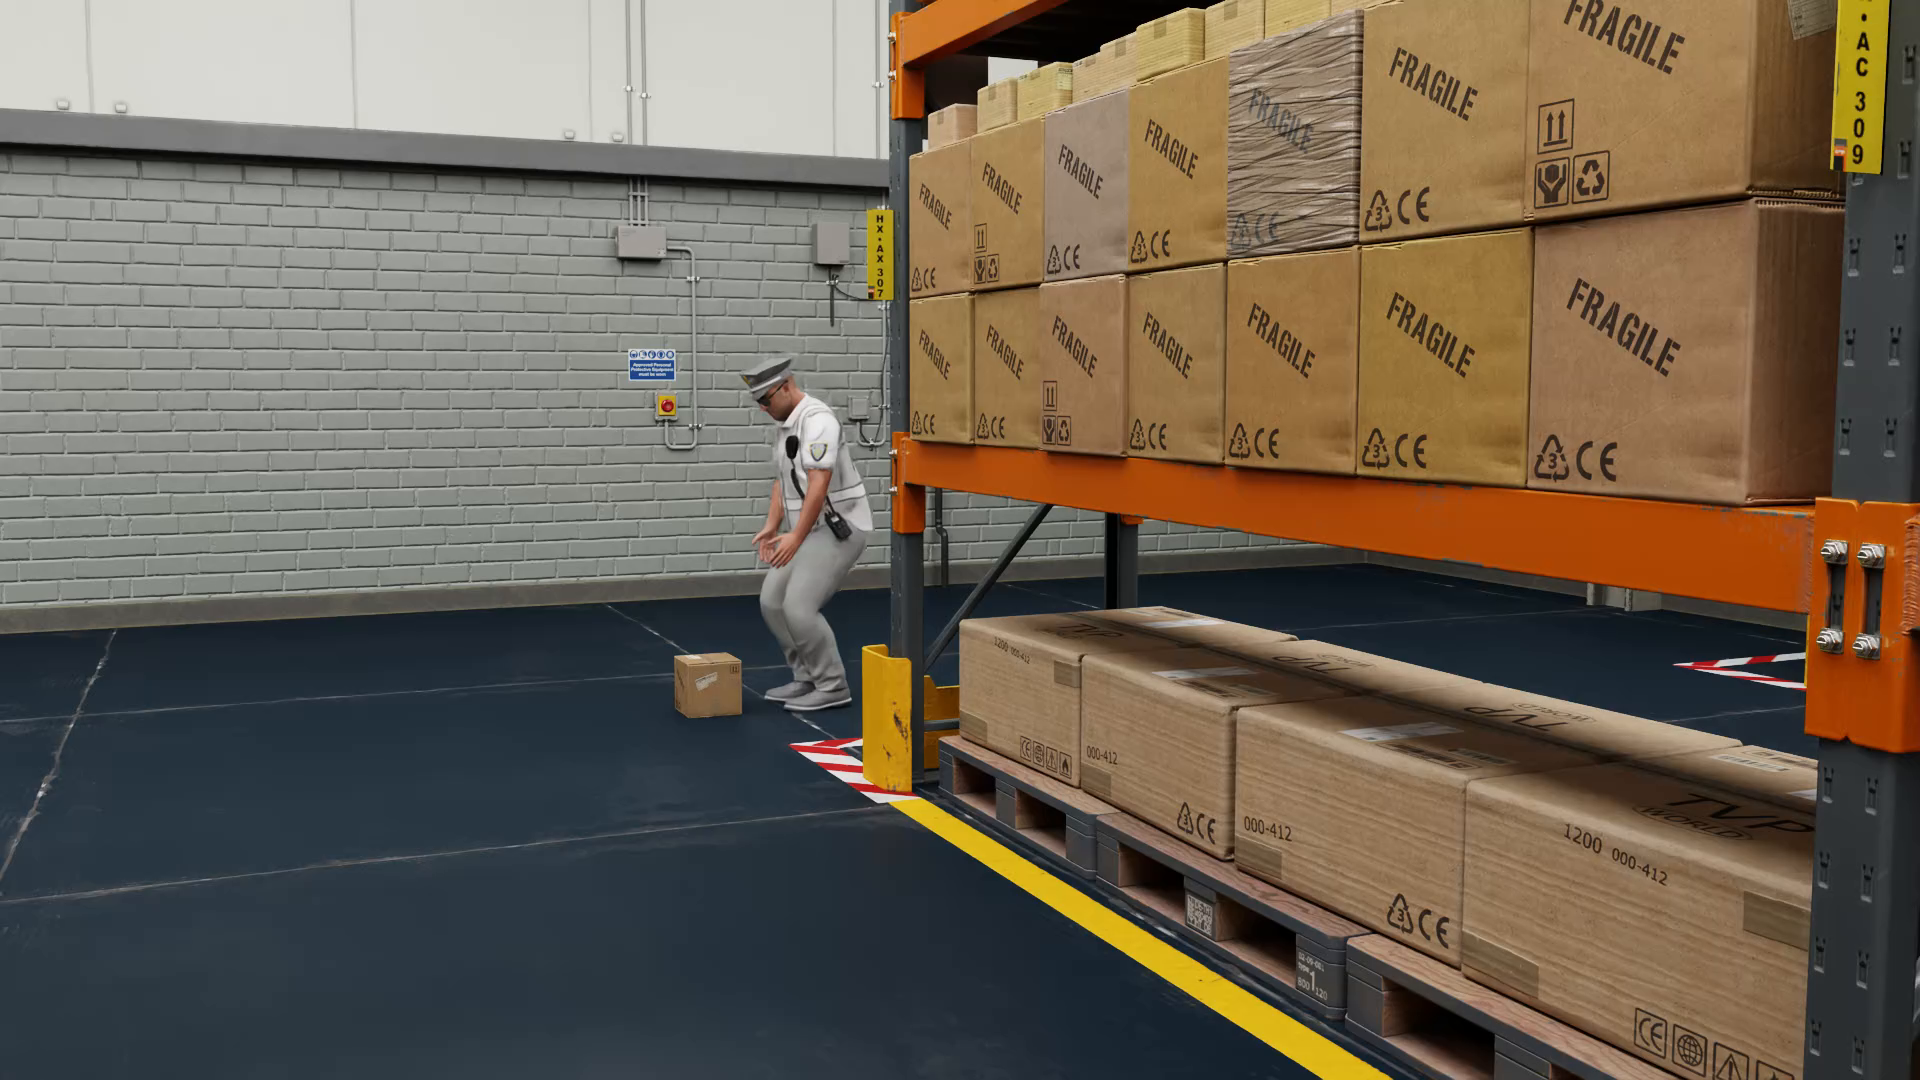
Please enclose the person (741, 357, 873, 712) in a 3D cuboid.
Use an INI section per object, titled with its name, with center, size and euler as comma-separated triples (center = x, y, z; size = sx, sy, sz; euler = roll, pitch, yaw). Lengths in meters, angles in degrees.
[person]
center = -0.715, -0.028, 7.747
size = 0.609, 1.629, 0.575
euler = -2, 6, -23
